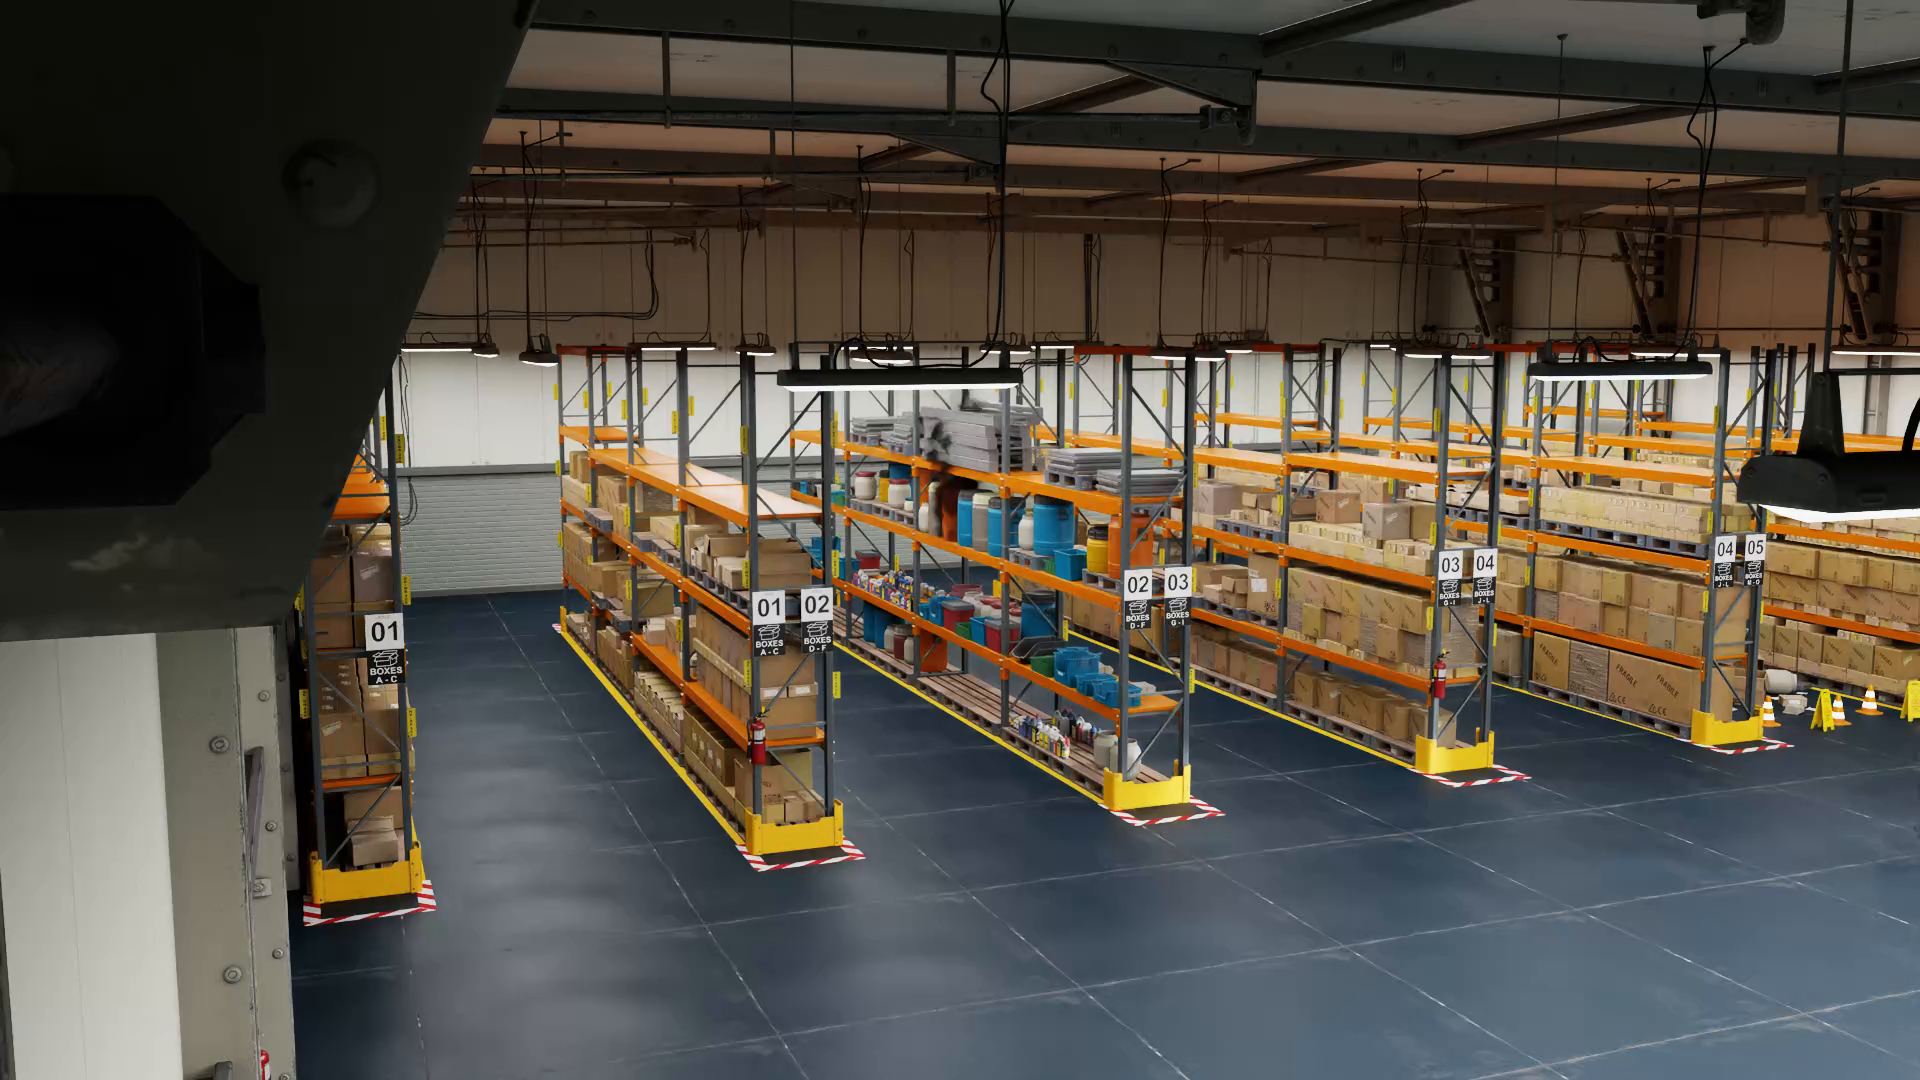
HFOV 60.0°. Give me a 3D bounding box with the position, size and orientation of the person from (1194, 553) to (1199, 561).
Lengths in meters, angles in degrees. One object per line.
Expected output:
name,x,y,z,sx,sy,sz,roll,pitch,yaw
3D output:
person,5.927,0.393,41.719,0.712,1.330,0.582,2,8,15

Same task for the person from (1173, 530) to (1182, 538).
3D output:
person,4.973,0.511,38.170,0.642,1.698,0.756,-2,8,-19

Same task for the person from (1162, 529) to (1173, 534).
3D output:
person,5.199,0.294,41.415,0.652,1.404,0.616,-5,9,-33
